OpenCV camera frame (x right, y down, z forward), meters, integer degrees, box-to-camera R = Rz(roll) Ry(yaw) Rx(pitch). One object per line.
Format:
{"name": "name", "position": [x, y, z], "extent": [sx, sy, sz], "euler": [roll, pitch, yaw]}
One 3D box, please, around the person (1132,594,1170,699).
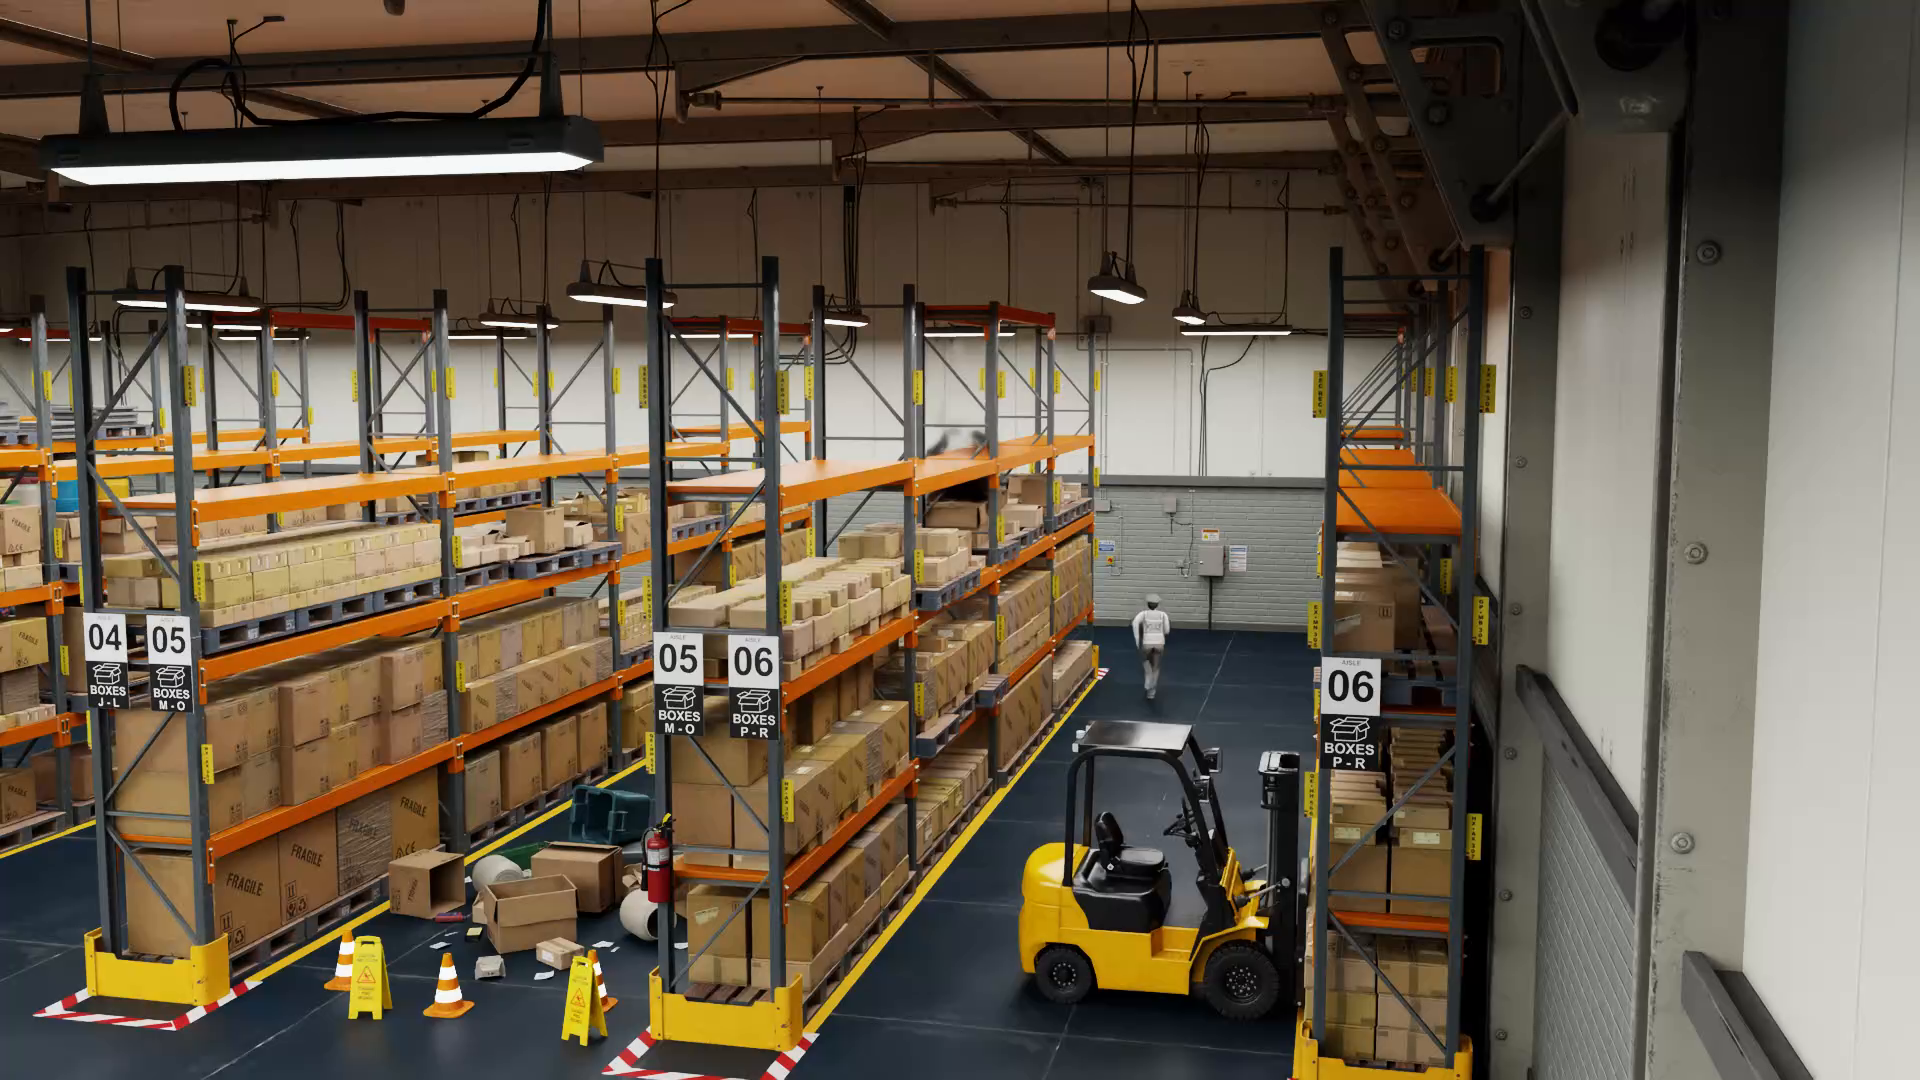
{"name": "person", "position": [3.031, 1.680, 26.415], "extent": [0.602, 1.615, 0.730], "euler": [1, 6, 6]}
